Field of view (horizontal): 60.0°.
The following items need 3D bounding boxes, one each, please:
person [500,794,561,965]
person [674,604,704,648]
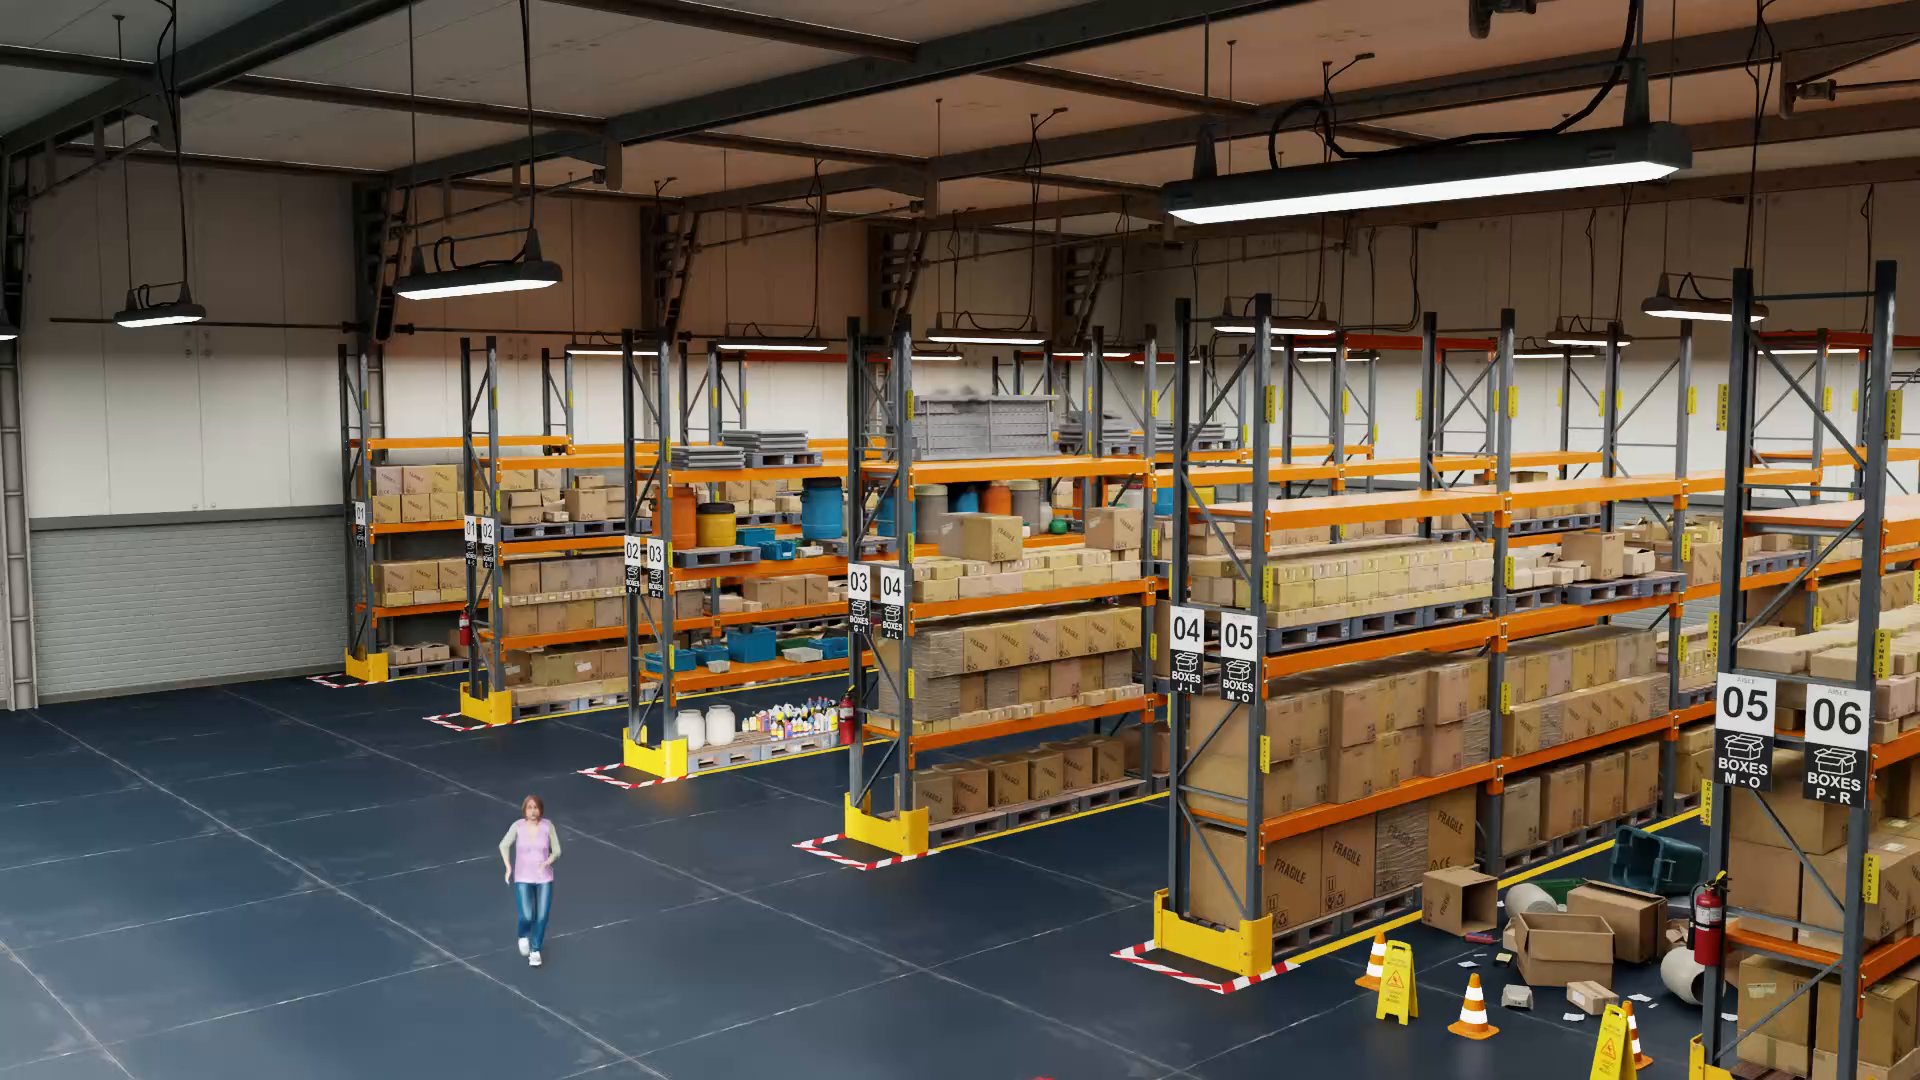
[{"bbox_3d":[-3.818,3.055,14.851,0.522,1.559,0.549,-2,5,-20],"label":"person"},{"bbox_3d":[-5.100,1.543,30.525,0.661,1.713,0.906,4,6,37],"label":"person"}]
